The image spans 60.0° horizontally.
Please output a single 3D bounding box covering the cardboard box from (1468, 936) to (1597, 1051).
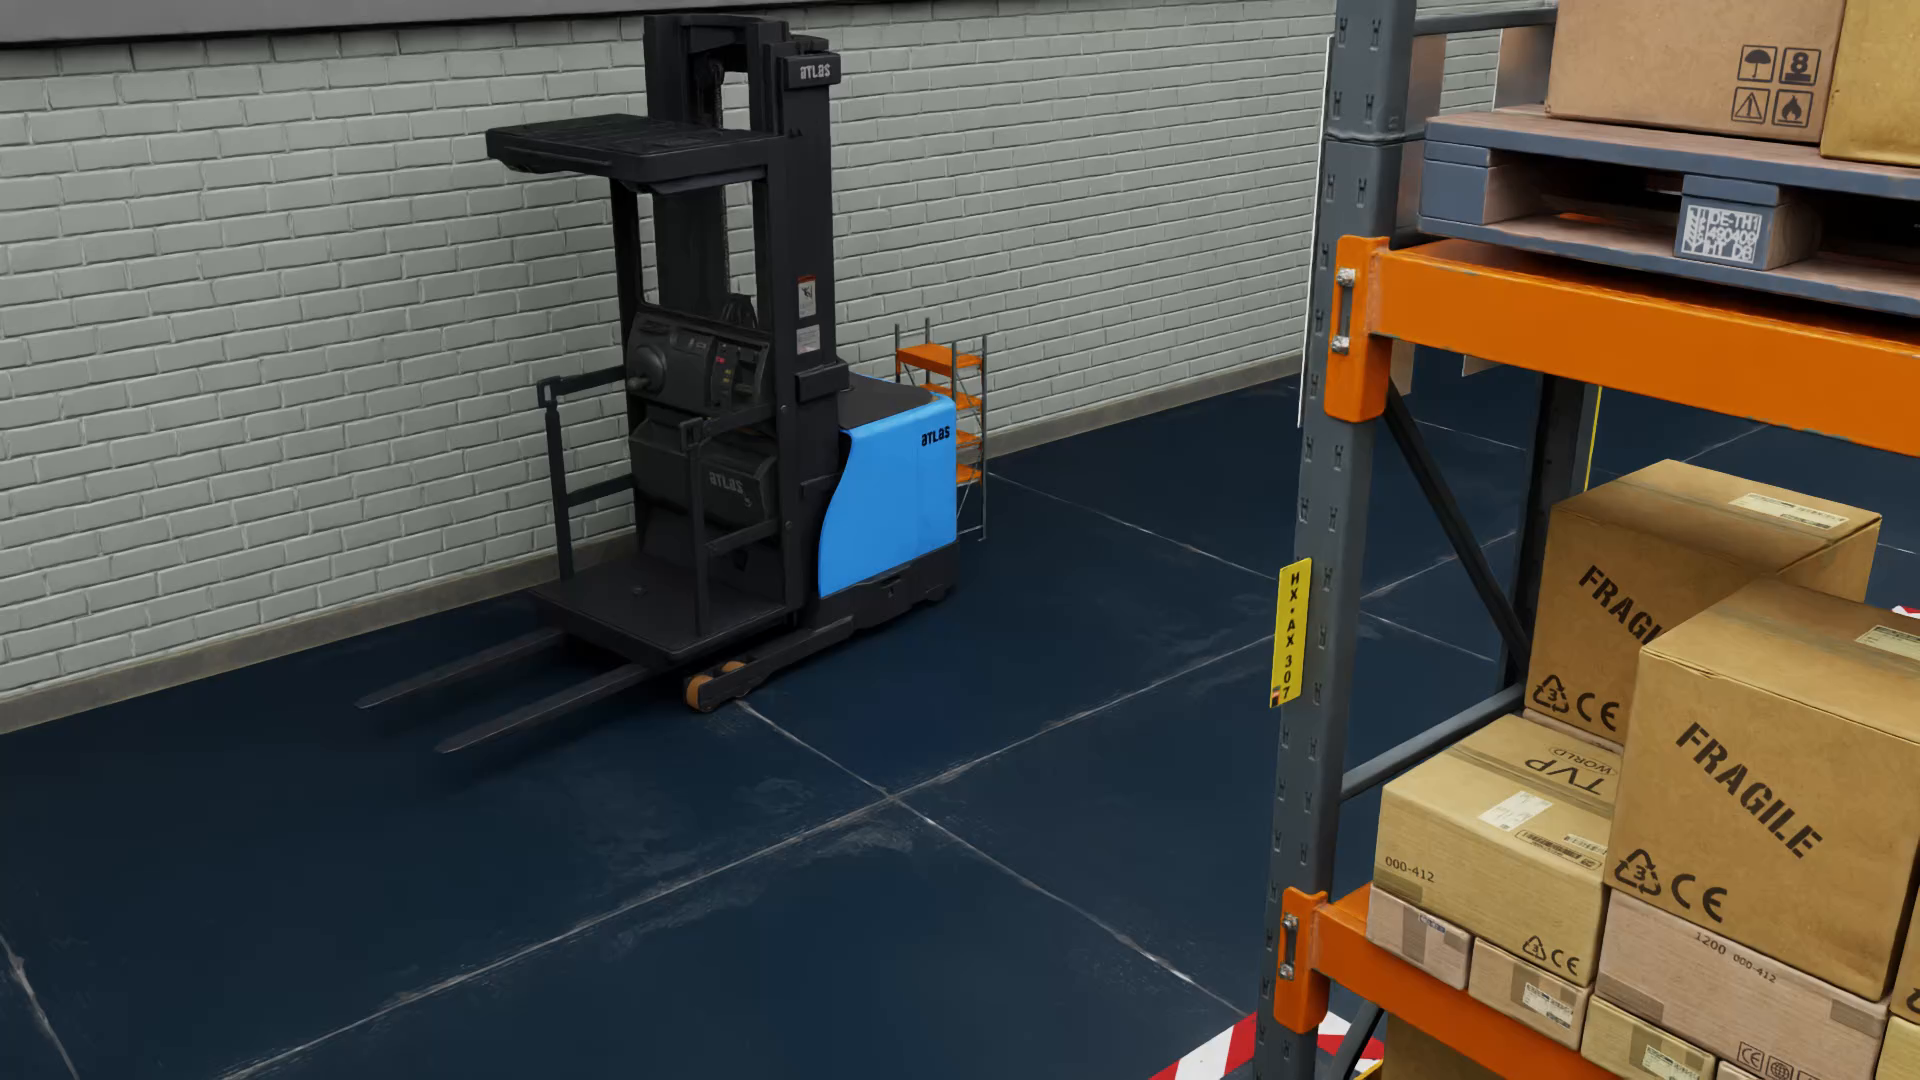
[{"bbox_3d":[1.283,0.874,3.484,0.380,0.149,0.250,-18,28,-38],"label":"cardboard box"}]

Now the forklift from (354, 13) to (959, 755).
[{"bbox_3d":[-1.345,-0.796,7.496,1.130,2.935,3.031,17,27,37],"label":"forklift"}]

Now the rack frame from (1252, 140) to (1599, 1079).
[{"bbox_3d":[1.133,0.510,4.069,1.000,3.000,0.127,-17,27,-37],"label":"rack frame"}]

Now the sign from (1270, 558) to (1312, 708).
[{"bbox_3d":[0.708,0.200,3.564,0.100,0.325,0.005,-17,27,-37],"label":"sign"}]

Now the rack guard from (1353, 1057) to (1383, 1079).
[{"bbox_3d":[1.117,1.667,4.542,1.175,0.500,0.348,-17,27,-37],"label":"rack guard"}]

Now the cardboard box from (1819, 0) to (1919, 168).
[{"bbox_3d":[1.789,-0.860,2.604,0.700,0.500,0.500,-19,28,-39],"label":"cardboard box"}]

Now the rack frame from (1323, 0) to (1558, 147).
[{"bbox_3d":[1.133,-2.283,2.975,1.000,3.000,0.127,-17,27,-37],"label":"rack frame"}]

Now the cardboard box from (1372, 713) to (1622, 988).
[{"bbox_3d":[1.241,0.638,3.539,0.500,0.250,0.500,-18,28,-39],"label":"cardboard box"}]

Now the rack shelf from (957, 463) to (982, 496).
[{"bbox_3d":[-0.108,-0.357,9.479,0.258,0.148,0.480,-17,27,-37],"label":"rack shelf"}]

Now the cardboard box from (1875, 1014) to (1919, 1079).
[{"bbox_3d":[1.911,0.920,2.820,0.500,0.250,0.500,-19,28,-39],"label":"cardboard box"}]

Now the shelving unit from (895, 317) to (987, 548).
[{"bbox_3d":[-0.108,-0.604,9.382,0.258,1.200,0.503,-17,27,-37],"label":"shelving unit"}]

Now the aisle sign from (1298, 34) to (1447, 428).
[{"bbox_3d":[0.858,-0.649,3.463,0.394,0.787,0.004,-17,27,-37],"label":"aisle sign"}]

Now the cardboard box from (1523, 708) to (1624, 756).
[{"bbox_3d":[1.650,0.512,3.862,0.500,0.250,0.500,-18,28,-38],"label":"cardboard box"}]

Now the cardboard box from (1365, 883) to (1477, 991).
[{"bbox_3d":[1.114,0.804,3.664,0.380,0.149,0.250,-17,27,-37],"label":"cardboard box"}]

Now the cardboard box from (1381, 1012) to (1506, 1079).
[{"bbox_3d":[1.611,1.462,3.977,0.875,0.875,0.875,-17,27,-37],"label":"cardboard box"}]

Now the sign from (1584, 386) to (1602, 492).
[{"bbox_3d":[1.553,-0.265,4.135,0.100,0.325,0.005,-17,27,-37],"label":"sign"}]

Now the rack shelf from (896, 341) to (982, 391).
[{"bbox_3d":[-0.108,-0.970,9.239,0.258,0.148,0.480,-17,27,-37],"label":"rack shelf"}]

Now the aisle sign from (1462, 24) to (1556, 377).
[{"bbox_3d":[1.313,-0.792,3.828,0.394,0.787,0.004,-17,27,-37],"label":"aisle sign"}]

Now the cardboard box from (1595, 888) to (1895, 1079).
[{"bbox_3d":[1.586,0.780,3.177,0.500,0.250,0.500,-18,28,-38],"label":"cardboard box"}]

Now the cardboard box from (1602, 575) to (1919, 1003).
[{"bbox_3d":[1.568,0.427,3.050,0.500,0.500,0.500,-18,28,-39],"label":"cardboard box"}]

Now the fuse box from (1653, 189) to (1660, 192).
[{"bbox_3d":[6.628,-3.261,15.464,0.539,1.711,0.414,-17,27,-37],"label":"fuse box"}]

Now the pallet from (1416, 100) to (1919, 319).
[{"bbox_3d":[1.625,-0.643,3.021,1.003,0.211,1.213,-17,27,-37],"label":"pallet"}]

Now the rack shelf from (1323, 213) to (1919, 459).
[{"bbox_3d":[2.438,0.001,2.242,1.077,0.370,4.000,-17,27,-37],"label":"rack shelf"}]

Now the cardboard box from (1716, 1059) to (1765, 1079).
[{"bbox_3d":[1.621,1.017,3.120,0.380,0.149,0.250,-18,28,-38],"label":"cardboard box"}]

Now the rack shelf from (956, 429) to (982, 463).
[{"bbox_3d":[-0.108,-0.542,9.407,0.258,0.148,0.480,-17,27,-37],"label":"rack shelf"}]

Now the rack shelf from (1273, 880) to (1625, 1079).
[{"bbox_3d":[2.438,1.397,2.789,1.077,0.370,4.000,-17,27,-37],"label":"rack shelf"}]

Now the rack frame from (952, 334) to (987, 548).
[{"bbox_3d":[0.051,-0.537,9.210,0.240,1.200,0.015,-17,27,-37],"label":"rack frame"}]

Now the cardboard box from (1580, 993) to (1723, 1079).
[{"bbox_3d":[1.450,0.945,3.303,0.380,0.149,0.250,-18,28,-39],"label":"cardboard box"}]

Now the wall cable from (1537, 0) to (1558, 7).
[{"bbox_3d":[4.942,-3.889,13.865,0.585,1.953,0.123,-17,27,-37],"label":"wall cable"}]

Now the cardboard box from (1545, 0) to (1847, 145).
[{"bbox_3d":[1.513,-1.044,3.075,0.700,0.500,0.500,-20,29,-41],"label":"cardboard box"}]

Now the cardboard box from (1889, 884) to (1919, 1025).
[{"bbox_3d":[1.911,0.569,2.688,0.500,0.500,0.500,-18,28,-39],"label":"cardboard box"}]

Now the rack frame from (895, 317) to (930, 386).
[{"bbox_3d":[-0.267,-0.672,9.554,0.240,1.200,0.015,-17,27,-37],"label":"rack frame"}]

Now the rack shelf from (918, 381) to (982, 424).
[{"bbox_3d":[-0.108,-0.750,9.325,0.258,0.148,0.480,-17,27,-37],"label":"rack shelf"}]

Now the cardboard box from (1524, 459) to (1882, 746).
[{"bbox_3d":[1.650,0.164,3.721,0.500,0.500,0.500,-17,27,-37],"label":"cardboard box"}]
